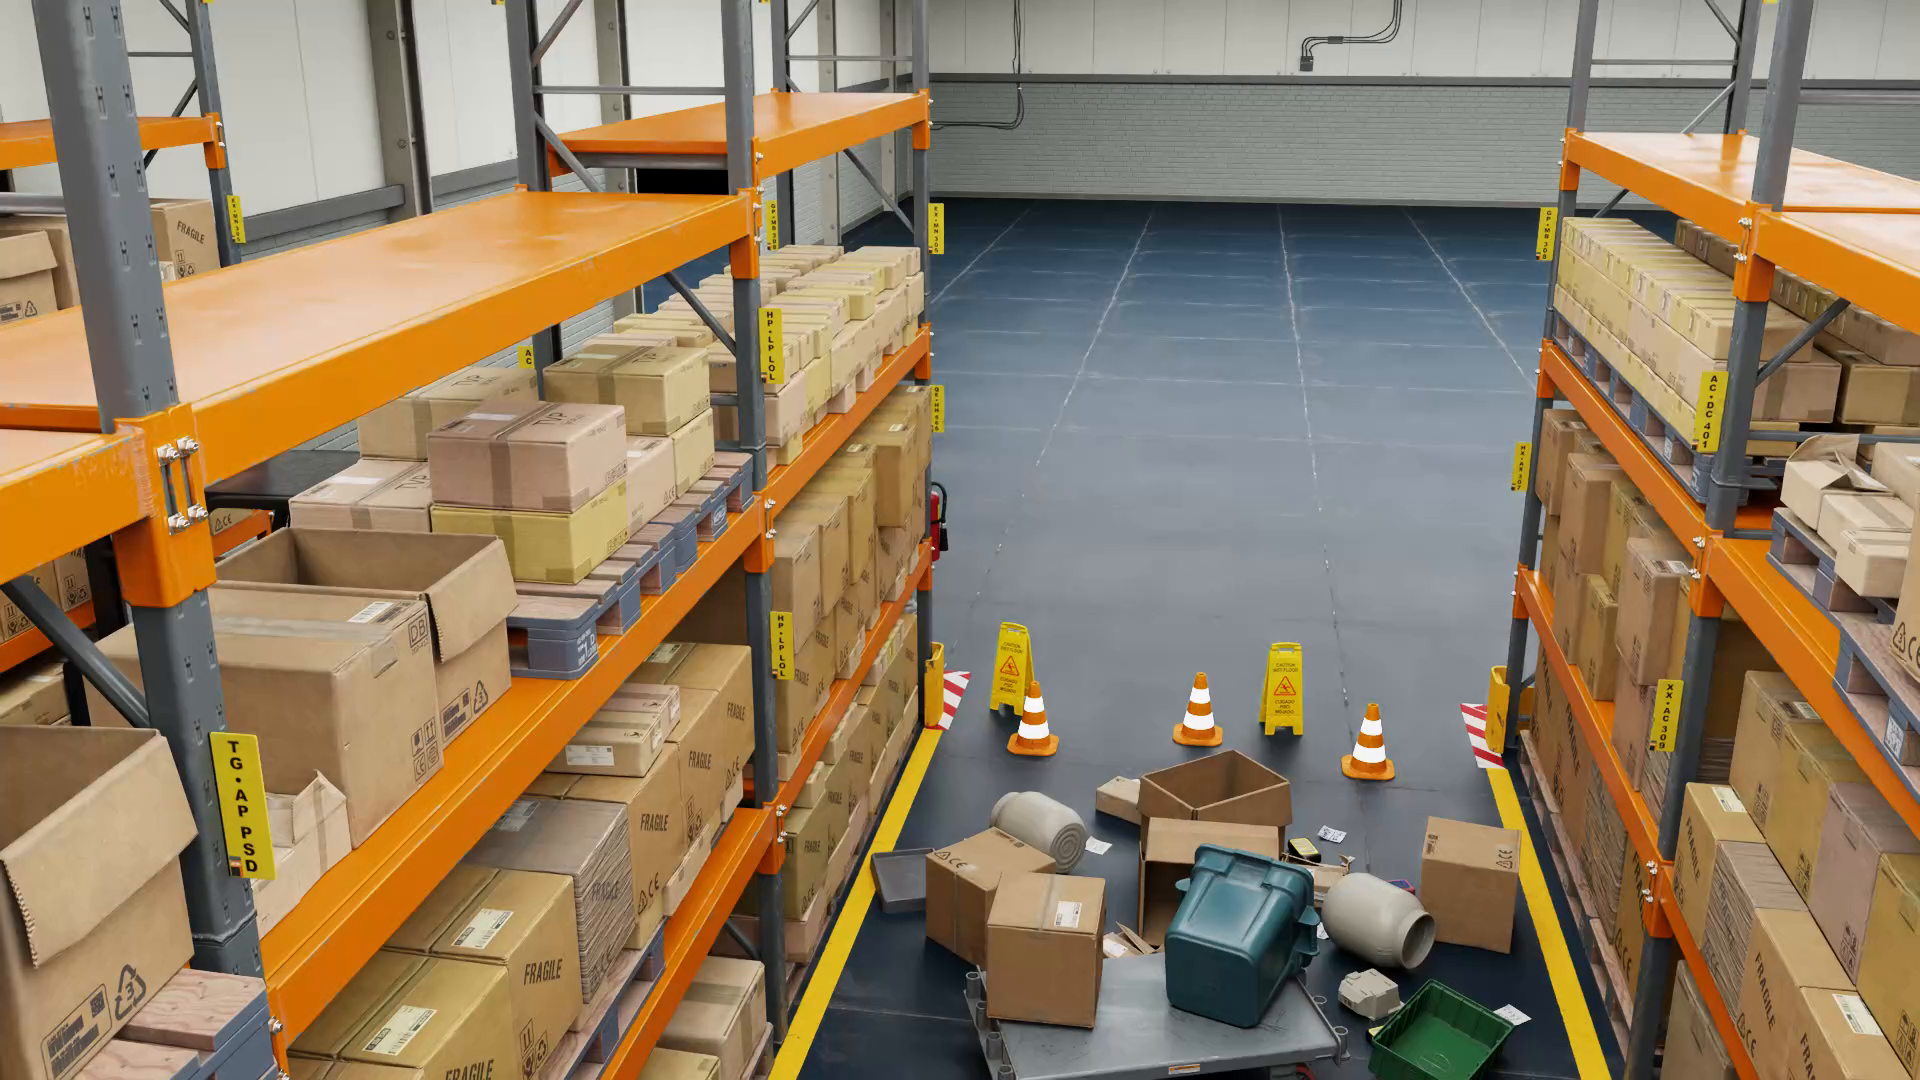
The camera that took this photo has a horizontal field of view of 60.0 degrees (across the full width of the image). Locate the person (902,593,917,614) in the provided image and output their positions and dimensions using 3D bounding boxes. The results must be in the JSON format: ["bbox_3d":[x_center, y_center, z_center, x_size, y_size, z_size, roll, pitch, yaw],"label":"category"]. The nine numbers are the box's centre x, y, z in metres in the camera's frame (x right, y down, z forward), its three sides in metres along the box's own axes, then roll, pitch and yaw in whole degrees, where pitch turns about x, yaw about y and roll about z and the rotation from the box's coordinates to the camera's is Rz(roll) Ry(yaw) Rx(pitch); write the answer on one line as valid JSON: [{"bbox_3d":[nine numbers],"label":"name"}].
[{"bbox_3d":[-0.587,-0.179,13.598,0.515,1.663,0.367,2,18,7],"label":"person"}]
